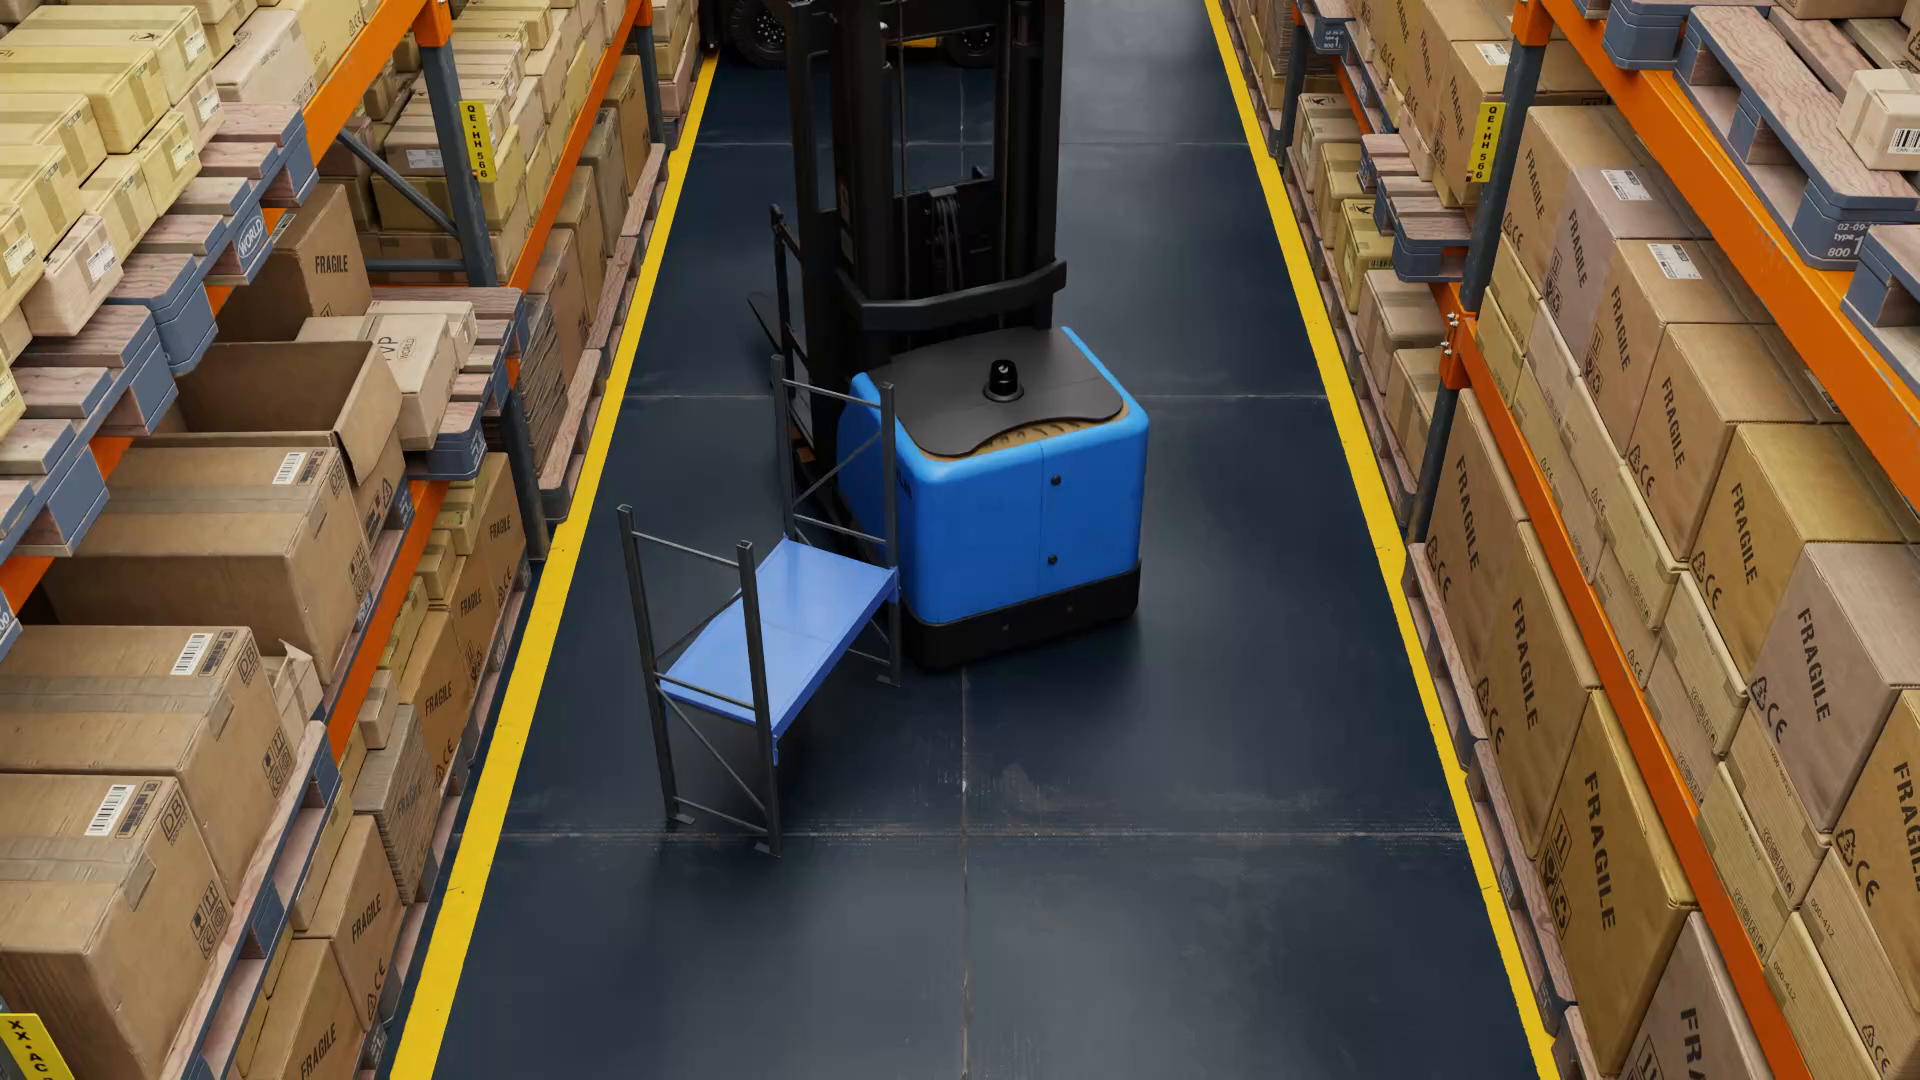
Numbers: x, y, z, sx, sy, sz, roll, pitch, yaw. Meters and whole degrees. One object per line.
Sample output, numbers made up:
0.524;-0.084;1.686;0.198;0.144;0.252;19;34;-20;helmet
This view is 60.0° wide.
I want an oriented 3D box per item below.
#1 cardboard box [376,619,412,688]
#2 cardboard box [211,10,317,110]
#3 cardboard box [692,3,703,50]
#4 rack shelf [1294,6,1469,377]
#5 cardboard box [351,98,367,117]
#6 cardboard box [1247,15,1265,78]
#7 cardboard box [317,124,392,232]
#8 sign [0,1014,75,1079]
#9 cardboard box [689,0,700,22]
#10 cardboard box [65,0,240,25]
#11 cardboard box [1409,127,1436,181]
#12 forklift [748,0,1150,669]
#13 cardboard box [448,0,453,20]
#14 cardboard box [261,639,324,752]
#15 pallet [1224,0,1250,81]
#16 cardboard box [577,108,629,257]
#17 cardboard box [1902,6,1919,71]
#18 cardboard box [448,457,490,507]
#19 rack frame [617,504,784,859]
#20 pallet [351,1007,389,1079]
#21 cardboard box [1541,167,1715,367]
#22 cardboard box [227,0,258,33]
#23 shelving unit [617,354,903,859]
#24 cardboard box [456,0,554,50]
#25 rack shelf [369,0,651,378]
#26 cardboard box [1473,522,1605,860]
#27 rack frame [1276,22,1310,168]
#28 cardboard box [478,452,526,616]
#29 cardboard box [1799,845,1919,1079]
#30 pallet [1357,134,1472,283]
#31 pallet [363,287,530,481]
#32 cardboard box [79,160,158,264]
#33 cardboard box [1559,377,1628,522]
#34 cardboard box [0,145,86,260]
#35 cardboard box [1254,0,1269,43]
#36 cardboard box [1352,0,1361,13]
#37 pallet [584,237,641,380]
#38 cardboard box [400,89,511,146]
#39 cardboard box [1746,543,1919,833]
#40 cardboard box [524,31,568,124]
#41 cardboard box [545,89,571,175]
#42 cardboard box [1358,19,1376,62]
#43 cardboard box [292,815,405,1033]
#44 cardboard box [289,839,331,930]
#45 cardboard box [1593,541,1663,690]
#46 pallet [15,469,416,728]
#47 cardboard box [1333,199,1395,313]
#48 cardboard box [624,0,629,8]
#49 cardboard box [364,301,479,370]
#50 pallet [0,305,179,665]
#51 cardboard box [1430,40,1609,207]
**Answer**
-2.202;0.418;5.974;0.380;0.149;0.250;-1;39;-1;cardboard box
-2.153;-1.270;4.657;0.500;0.250;0.500;0;39;0;cardboard box
-2.105;-3.639;11.756;0.500;0.250;0.500;1;39;1;cardboard box
2.563;-2.081;8.524;1.077;0.370;4.000;0;39;0;rack shelf
-2.714;-1.765;6.955;0.380;0.149;0.250;1;39;1;cardboard box
2.280;-3.406;11.465;0.500;0.250;0.500;-1;39;-1;cardboard box
-2.677;-1.523;6.972;0.500;0.250;0.500;1;39;1;cardboard box
-1.852;1.053;3.345;0.100;0.325;0.005;0;39;0;sign
-2.087;-3.825;11.588;0.500;0.250;0.500;0;39;0;cardboard box
-2.101;-1.463;4.342;0.380;0.149;0.250;0;39;0;cardboard box
2.211;-1.707;7.347;0.380;0.149;0.250;0;39;0;cardboard box
-0.259;-1.528;7.313;1.130;2.935;3.031;-15;41;-18;forklift
-2.623;-2.561;7.949;0.380;0.149;0.250;1;39;1;cardboard box
-2.012;0.415;4.605;0.396;0.266;0.258;2;39;2;cardboard box
2.520;-3.710;12.210;1.003;0.211;1.213;0;39;0;pallet
-2.398;-2.033;9.451;0.875;0.625;0.625;0;39;0;cardboard box
2.857;-1.383;4.263;0.500;0.500;0.500;0;39;0;cardboard box
-2.145;-0.238;6.793;0.380;0.149;0.250;-2;39;-2;cardboard box
-0.898;0.539;5.878;0.500;1.500;0.032;16;41;19;rack frame
-2.433;1.975;5.116;1.003;0.211;1.213;0;39;0;pallet
2.331;-0.922;5.622;0.500;0.500;0.500;0;39;0;cardboard box
-2.208;-1.514;4.643;0.380;0.149;0.250;0;39;0;cardboard box
-0.686;0.251;6.238;0.538;1.500;1.048;16;41;19;shelving unit
-2.117;-2.404;7.753;0.380;0.149;0.250;1;39;1;cardboard box
-2.401;-2.076;8.517;1.077;0.370;4.000;0;39;0;rack shelf
2.479;0.544;6.036;0.875;0.875;0.875;0;39;1;cardboard box
2.560;-3.613;9.860;1.000;3.000;0.127;0;39;0;rack frame
-2.183;-0.030;7.052;0.500;0.500;0.500;1;39;1;cardboard box
2.326;0.978;3.851;0.500;0.250;0.500;0;39;0;cardboard box
2.458;-1.482;7.354;1.213;0.211;1.003;0;39;0;pallet
-2.328;-0.607;6.262;1.213;0.211;1.003;0;39;0;pallet
-2.000;-0.705;3.618;0.380;0.149;0.250;0;39;-1;cardboard box
2.306;-0.296;5.441;0.500;0.250;0.500;0;39;0;cardboard box
-2.012;-0.669;3.335;0.380;0.149;0.250;-1;39;-1;cardboard box
2.289;-3.684;11.212;0.500;0.500;0.500;1;39;1;cardboard box
2.262;-3.016;8.461;0.500;0.500;0.500;0;39;0;cardboard box
-2.359;-1.293;9.195;1.003;0.211;1.213;0;39;0;pallet
-2.106;-1.764;6.954;0.380;0.149;0.250;1;39;1;cardboard box
2.310;0.358;4.025;0.500;0.500;0.500;1;39;1;cardboard box
-2.137;-2.160;7.767;0.500;0.250;0.500;-1;39;-1;cardboard box
-2.158;-1.961;7.919;0.500;0.250;0.500;-1;39;-2;cardboard box
2.219;-2.518;8.358;0.380;0.149;0.250;1;39;2;cardboard box
-2.176;1.260;5.443;0.500;0.500;0.500;-1;39;-1;cardboard box
-2.195;1.068;5.163;0.380;0.149;0.250;0;39;0;cardboard box
2.331;0.211;5.208;0.500;0.250;0.500;0;39;0;cardboard box
-2.392;0.185;5.273;1.003;0.211;1.213;0;39;0;pallet
2.570;-1.539;9.037;0.950;0.372;0.625;1;39;1;cardboard box
-2.141;-3.233;9.506;0.500;0.250;0.500;1;39;1;cardboard box
-2.014;-0.761;6.166;0.380;0.149;0.250;1;39;1;cardboard box
-2.325;-0.109;3.239;1.213;0.211;1.003;0;39;0;pallet
2.286;-1.715;6.837;0.500;0.500;0.500;-1;39;-1;cardboard box
